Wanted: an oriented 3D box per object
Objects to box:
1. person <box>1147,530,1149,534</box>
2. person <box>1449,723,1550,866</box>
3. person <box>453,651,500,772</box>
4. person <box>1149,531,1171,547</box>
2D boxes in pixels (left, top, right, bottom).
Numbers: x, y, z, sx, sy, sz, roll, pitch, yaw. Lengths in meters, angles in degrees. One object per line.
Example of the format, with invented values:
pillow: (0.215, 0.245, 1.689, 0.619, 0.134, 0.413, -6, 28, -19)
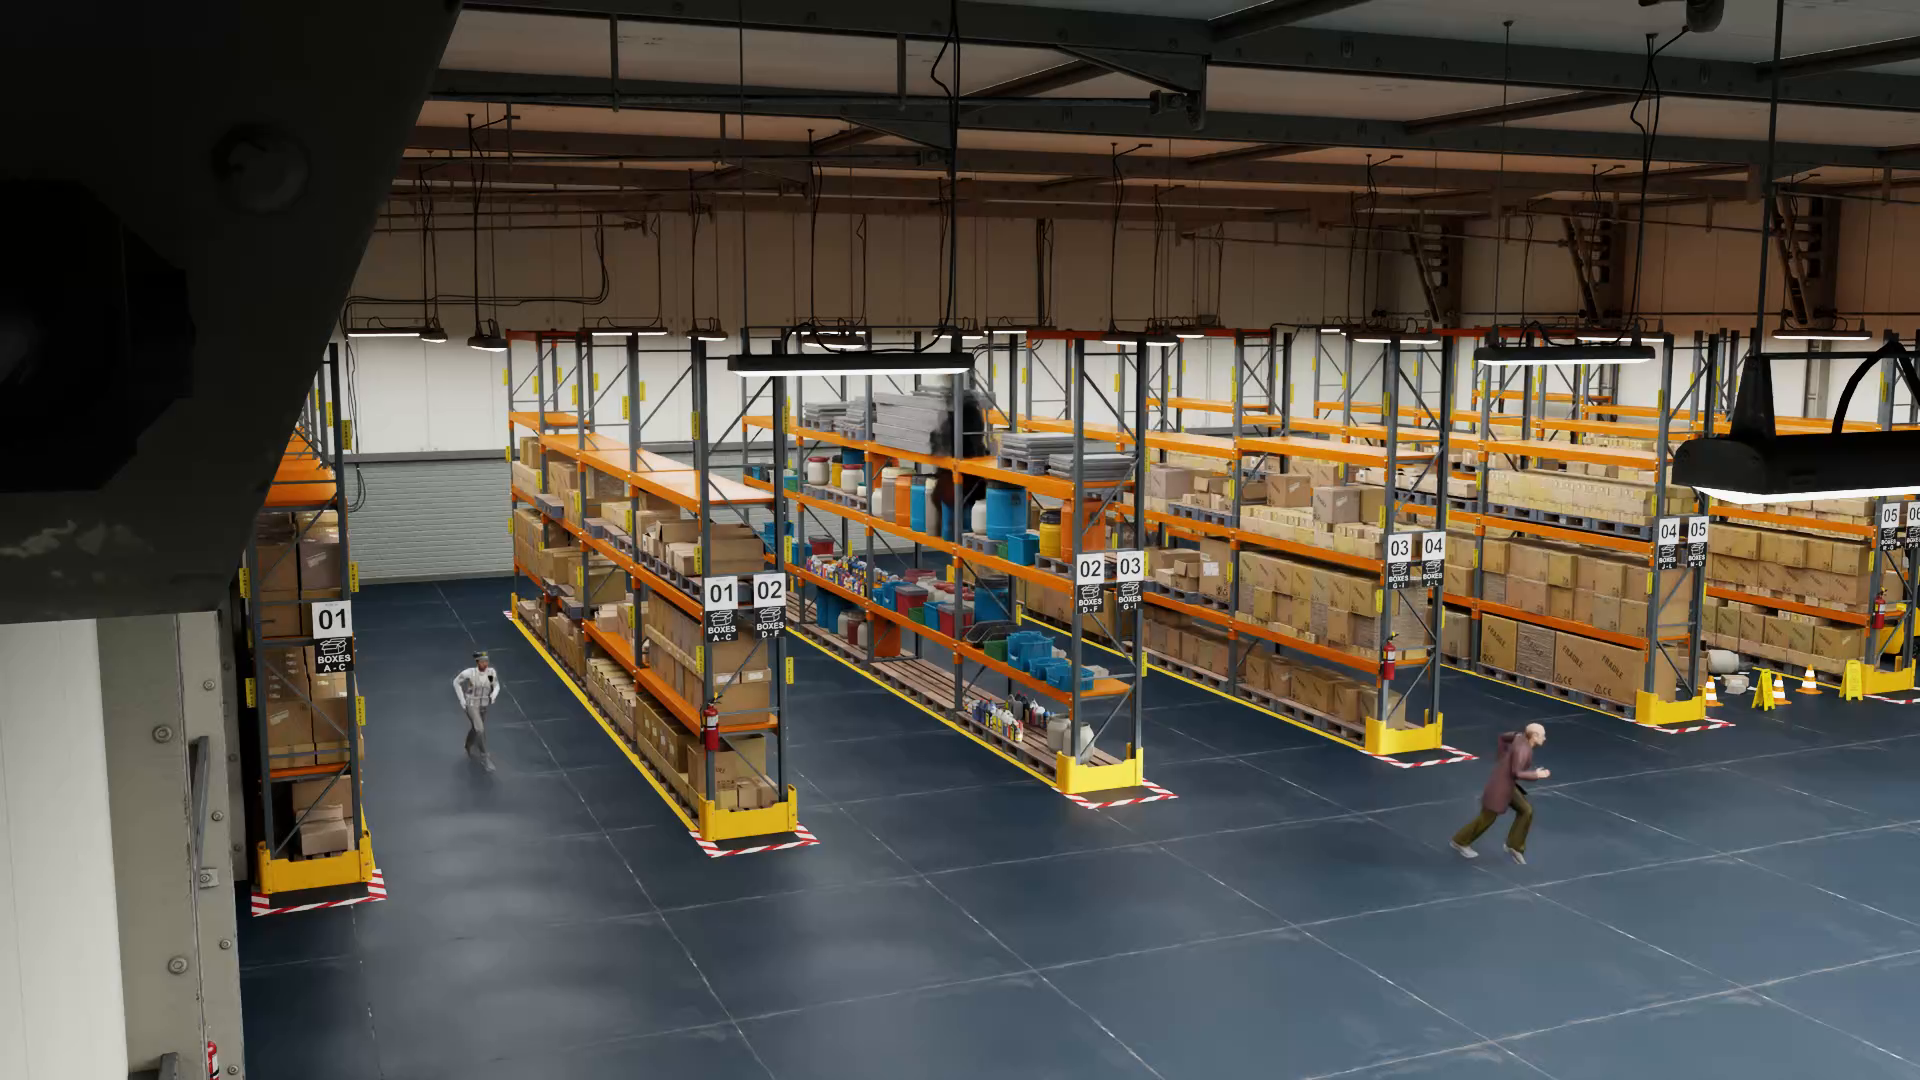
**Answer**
person: (4.572, -0.143, 41.647, 0.867, 1.658, 0.584, -7, 11, -42)
person: (6.237, 2.931, 19.217, 1.072, 1.731, 0.752, 3, 8, 19)
person: (-6.771, 2.347, 23.314, 0.615, 1.690, 0.910, -7, 10, -41)
person: (5.113, -0.254, 42.426, 0.772, 1.719, 0.546, -7, 10, -42)
